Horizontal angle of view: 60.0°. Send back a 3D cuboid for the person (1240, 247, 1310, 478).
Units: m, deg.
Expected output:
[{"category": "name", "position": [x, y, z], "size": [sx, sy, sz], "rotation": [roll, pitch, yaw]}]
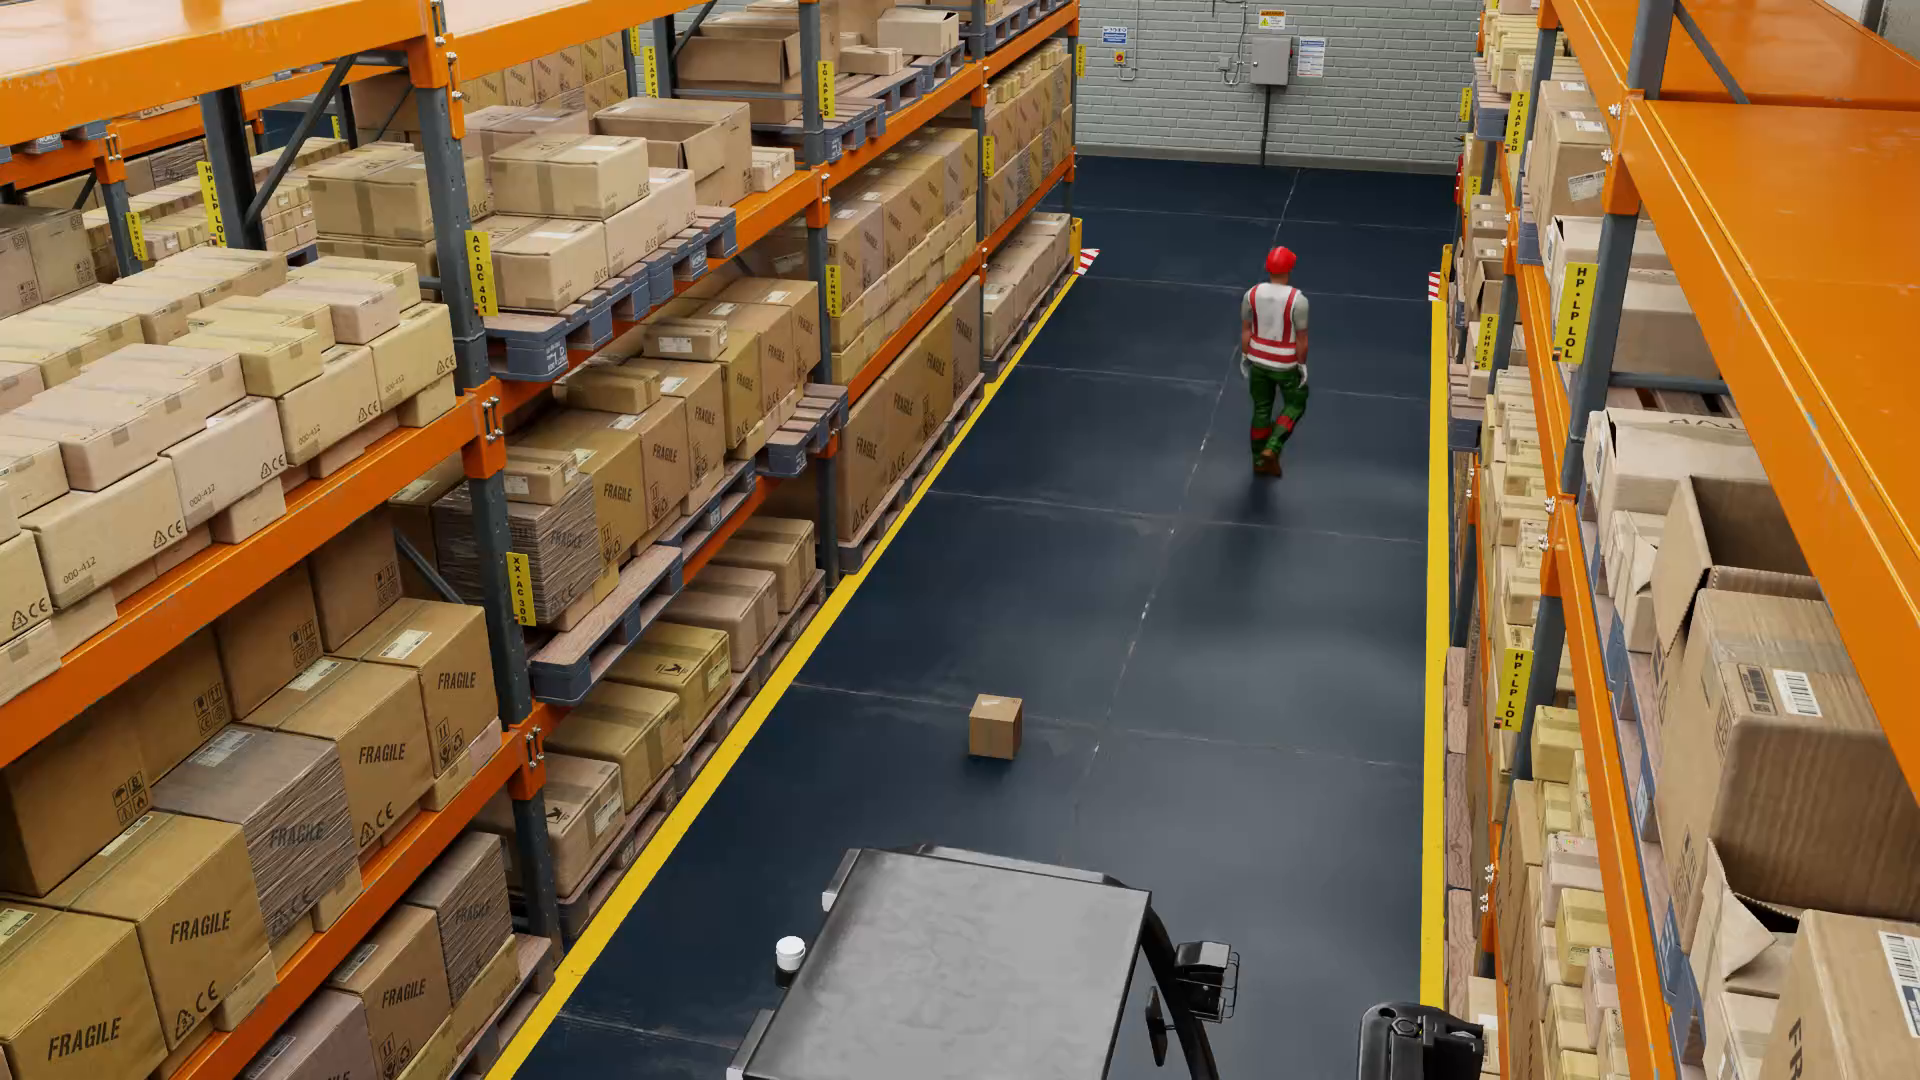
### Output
[{"category": "person", "position": [2.343, -1.325, 12.460], "size": [0.541, 1.784, 0.560], "rotation": [15, 29, 30]}]
